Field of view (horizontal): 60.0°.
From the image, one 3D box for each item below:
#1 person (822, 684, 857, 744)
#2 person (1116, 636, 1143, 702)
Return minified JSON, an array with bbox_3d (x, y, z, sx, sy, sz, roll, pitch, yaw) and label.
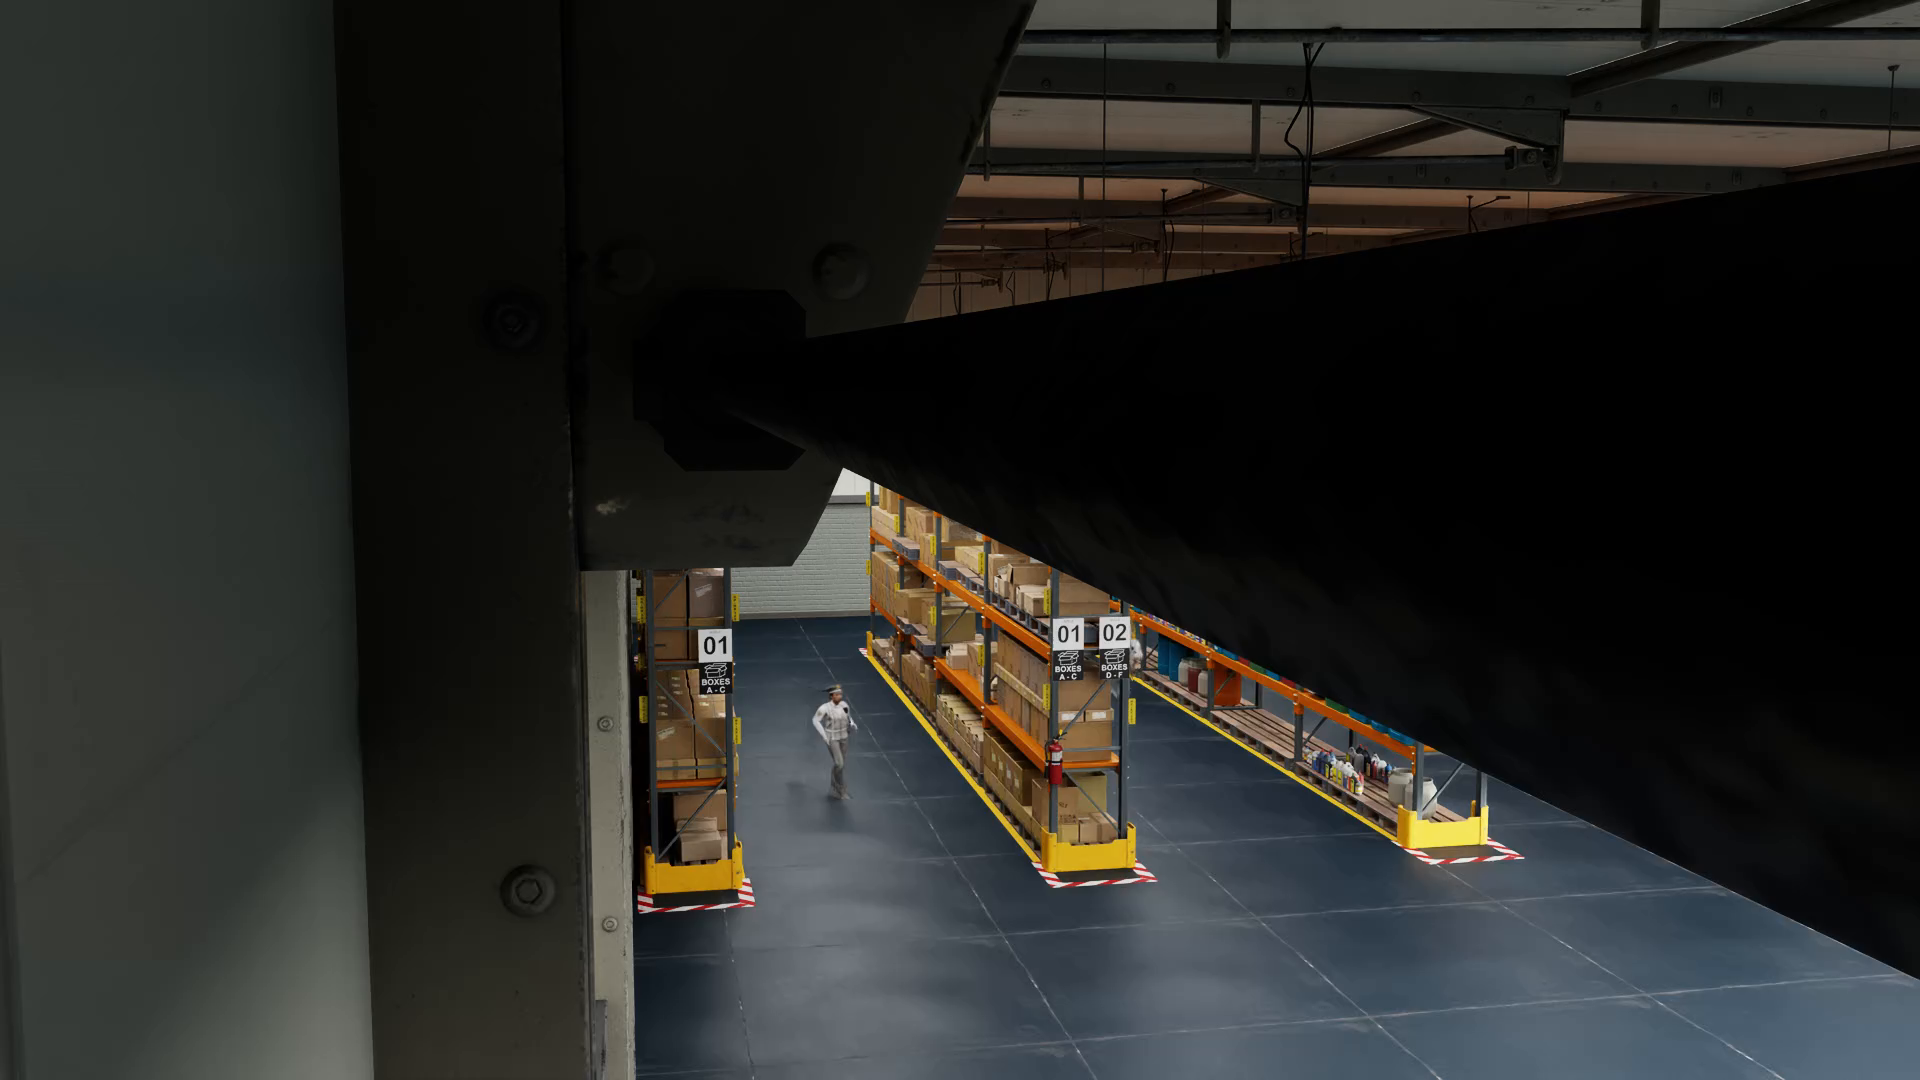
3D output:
[{"bbox_3d":[7.443,1.558,33.576,26.549,0.879,3.682,-5,8,-39],"label":"person"},{"bbox_3d":[3.161,2.316,31.370,0.605,1.443,0.928,1,6,9],"label":"person"}]
